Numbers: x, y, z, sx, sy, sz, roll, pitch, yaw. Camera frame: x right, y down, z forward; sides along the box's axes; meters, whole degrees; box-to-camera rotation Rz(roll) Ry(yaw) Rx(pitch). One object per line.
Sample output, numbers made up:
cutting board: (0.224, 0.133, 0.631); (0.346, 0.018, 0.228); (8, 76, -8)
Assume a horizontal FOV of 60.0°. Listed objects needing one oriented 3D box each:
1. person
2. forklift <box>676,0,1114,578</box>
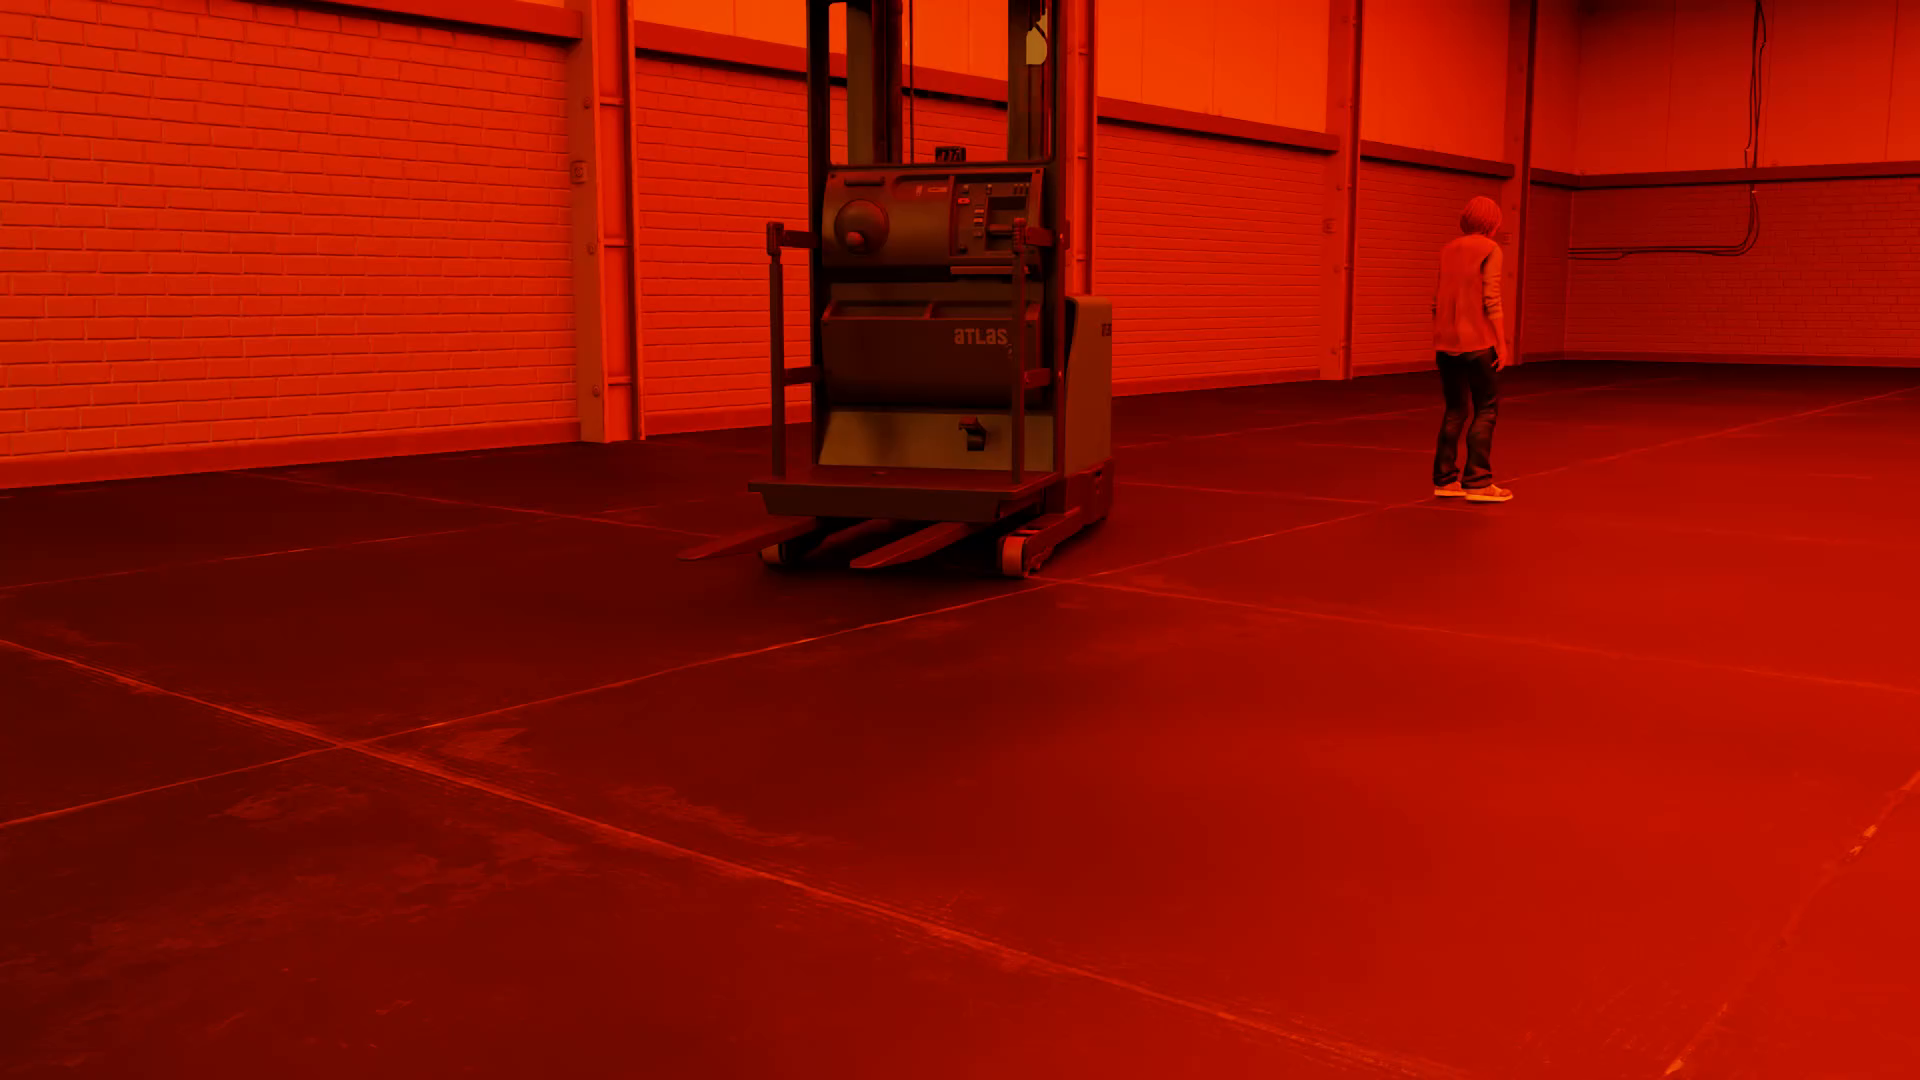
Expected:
person: (2.689, -1.006, 8.794); (0.345, 1.591, 0.459); (-5, 10, -29)
forklift: (-0.176, -1.366, 6.616); (1.130, 2.935, 3.031); (3, 9, 17)
